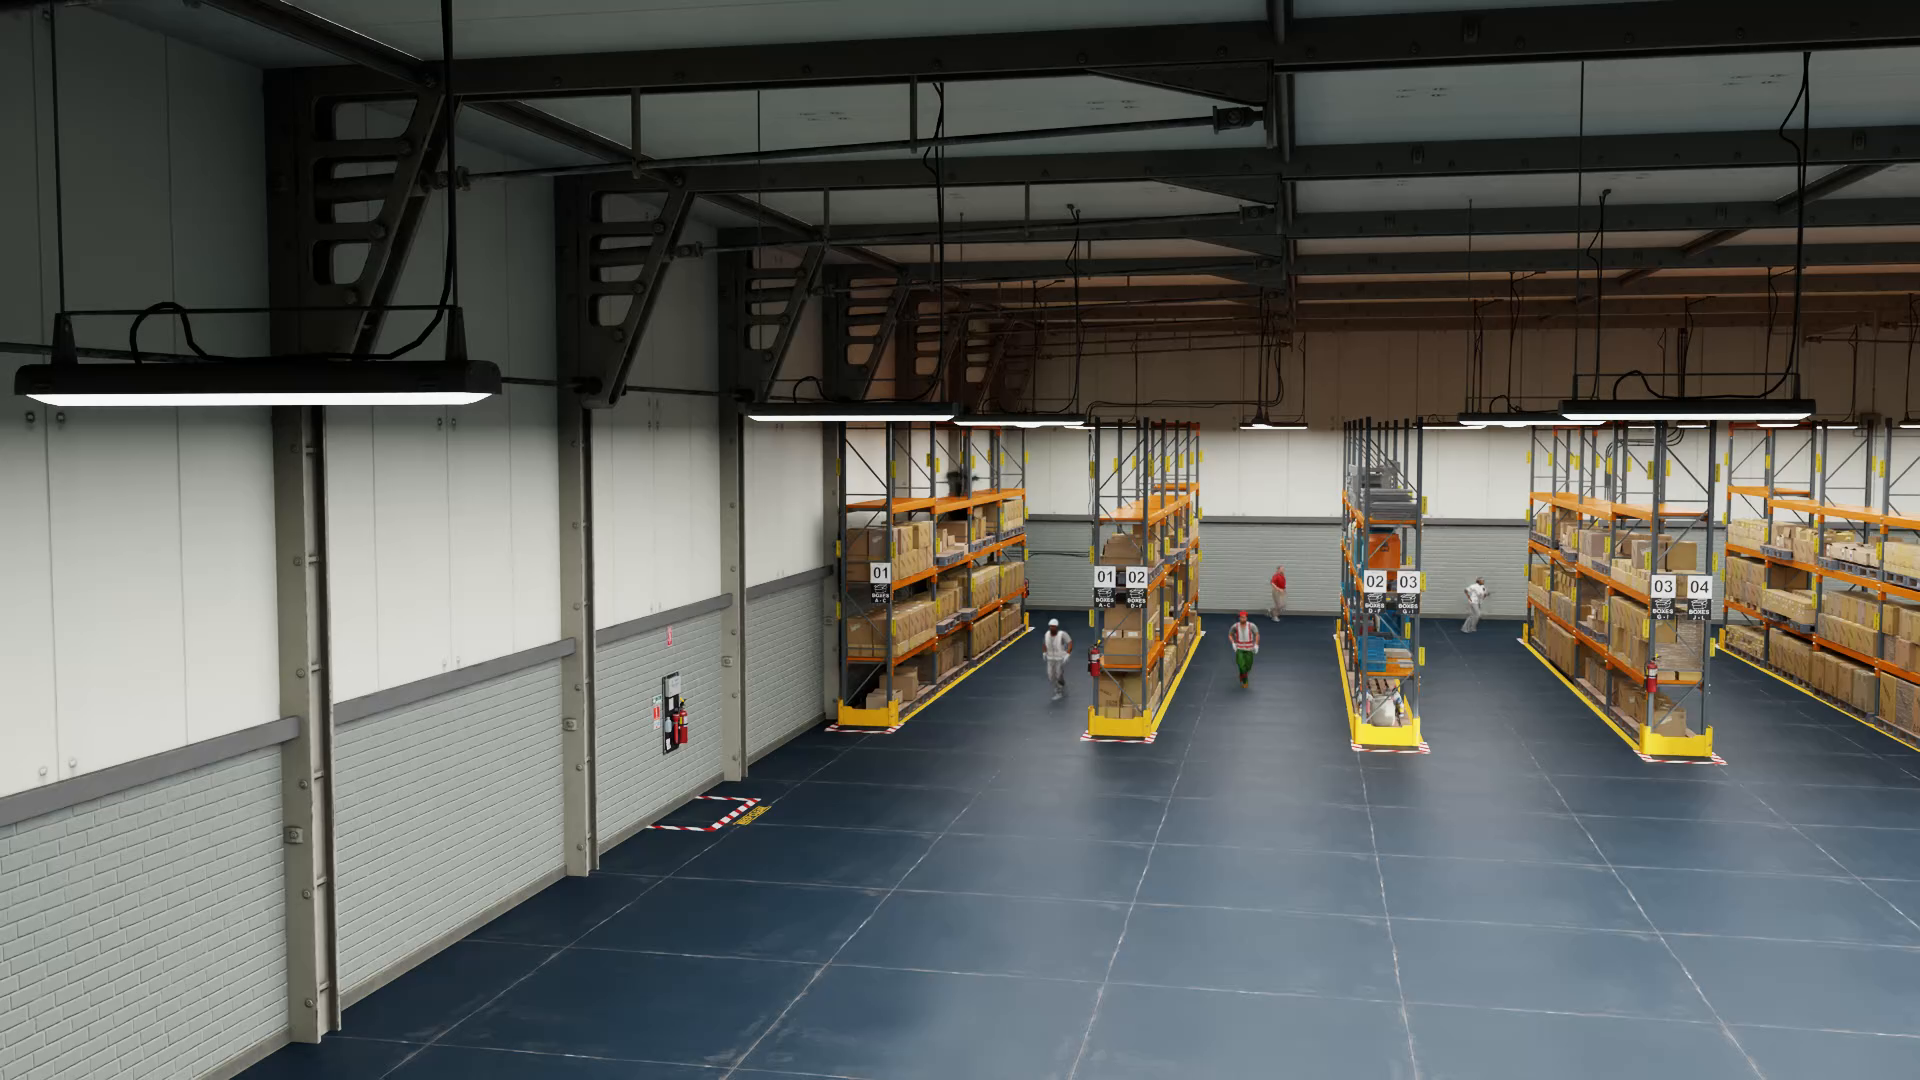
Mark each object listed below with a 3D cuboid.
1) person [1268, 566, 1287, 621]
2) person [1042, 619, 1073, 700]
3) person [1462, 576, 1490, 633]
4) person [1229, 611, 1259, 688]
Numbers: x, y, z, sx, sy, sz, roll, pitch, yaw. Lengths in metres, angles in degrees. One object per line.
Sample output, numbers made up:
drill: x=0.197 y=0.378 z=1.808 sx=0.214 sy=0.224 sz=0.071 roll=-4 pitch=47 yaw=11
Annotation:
person: x=9.636 y=1.608 z=50.497 sx=0.574 sy=1.671 sz=0.695 roll=2 pitch=4 yaw=32
person: x=2.100 y=2.551 z=35.664 sx=0.710 sy=1.744 sz=0.642 roll=2 pitch=4 yaw=23
person: x=14.771 y=1.844 z=47.489 sx=0.534 sy=1.654 sz=0.841 roll=-3 pitch=5 yaw=-40
person: x=6.354 y=2.437 z=37.262 sx=0.672 sy=1.740 sz=0.606 roll=0 pitch=4 yaw=4
